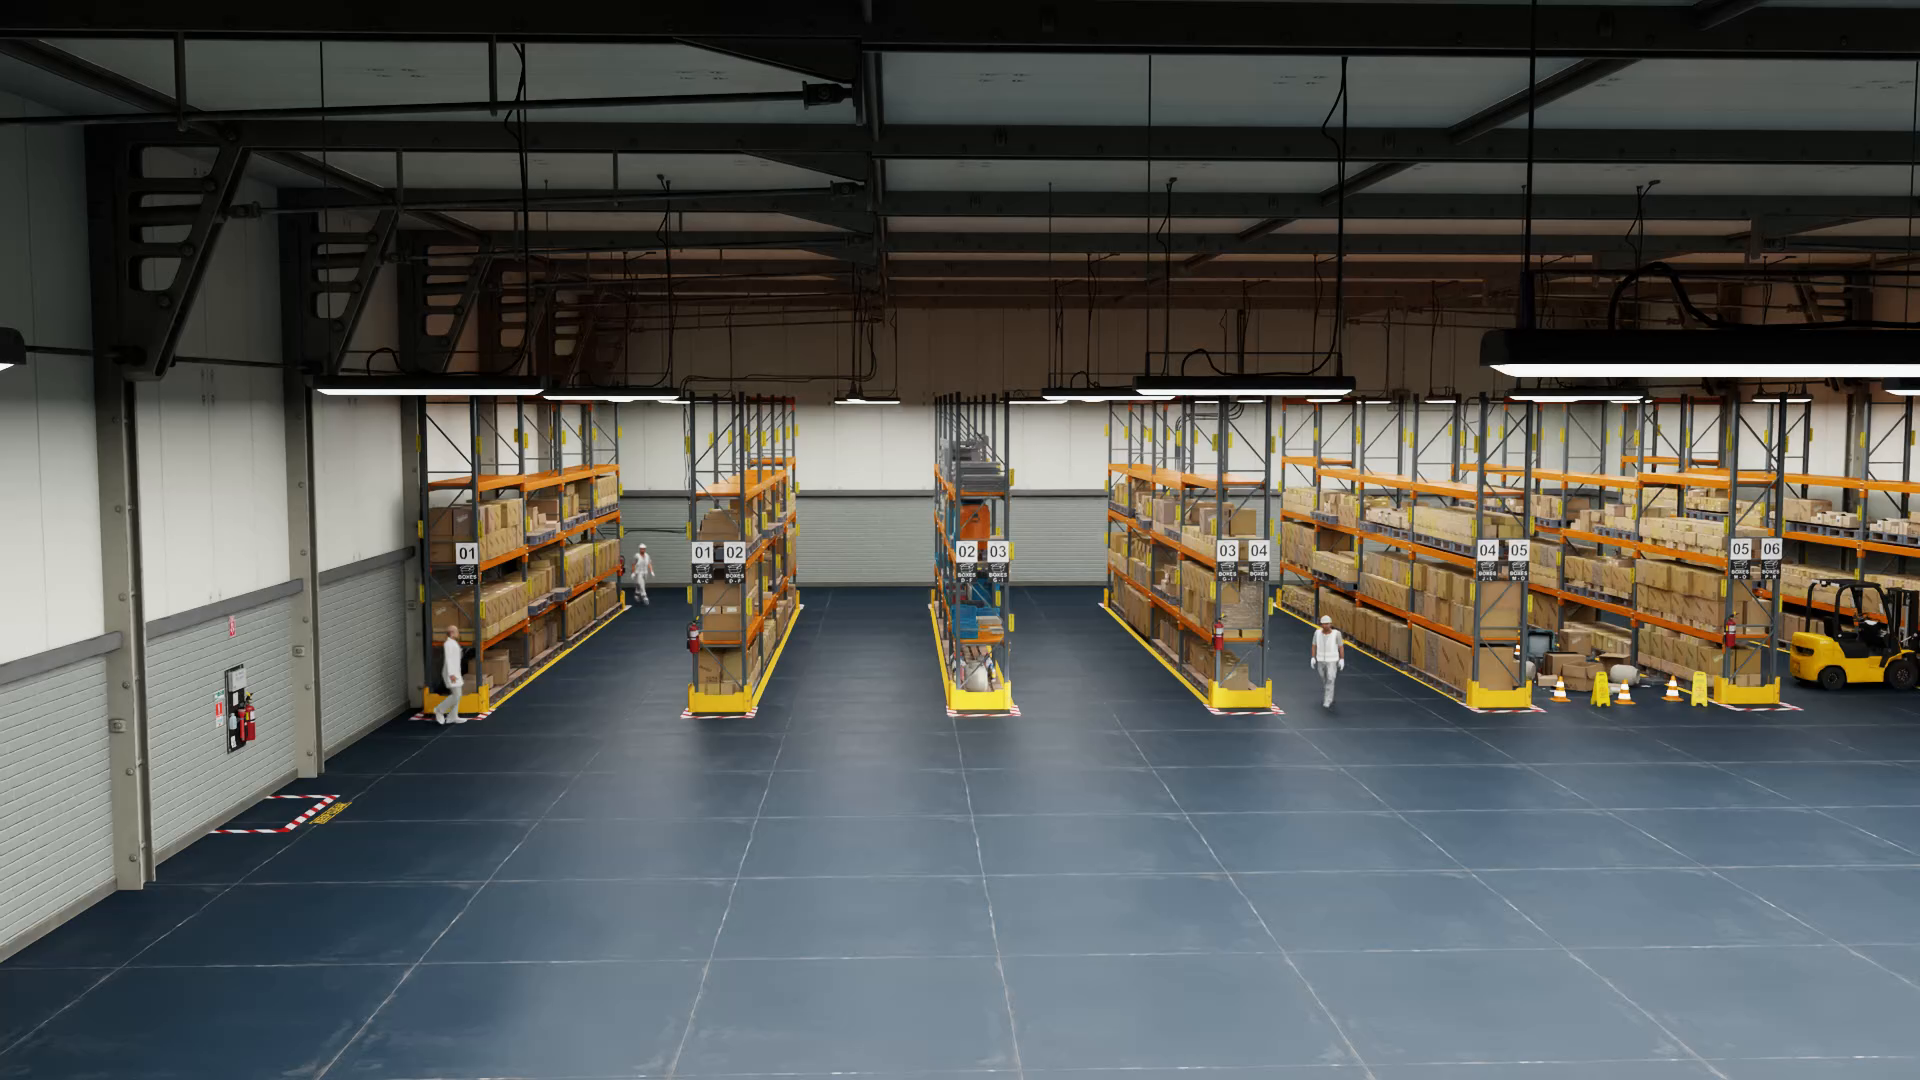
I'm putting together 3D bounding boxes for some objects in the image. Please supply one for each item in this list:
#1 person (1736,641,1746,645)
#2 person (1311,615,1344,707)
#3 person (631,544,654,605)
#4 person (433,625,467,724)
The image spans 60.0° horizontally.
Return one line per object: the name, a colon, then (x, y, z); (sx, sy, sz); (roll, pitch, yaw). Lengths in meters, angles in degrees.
person: (16.823, 1.985, 35.952); (0.514, 1.815, 0.617); (0, 5, -6)
person: (6.951, 2.295, 31.608); (0.577, 1.728, 1.034); (3, 5, 34)
person: (-9.194, 0.974, 48.152); (0.563, 1.715, 1.106); (-4, 6, -44)
person: (-9.179, 2.421, 29.886); (0.569, 1.777, 0.608); (0, 5, -5)
